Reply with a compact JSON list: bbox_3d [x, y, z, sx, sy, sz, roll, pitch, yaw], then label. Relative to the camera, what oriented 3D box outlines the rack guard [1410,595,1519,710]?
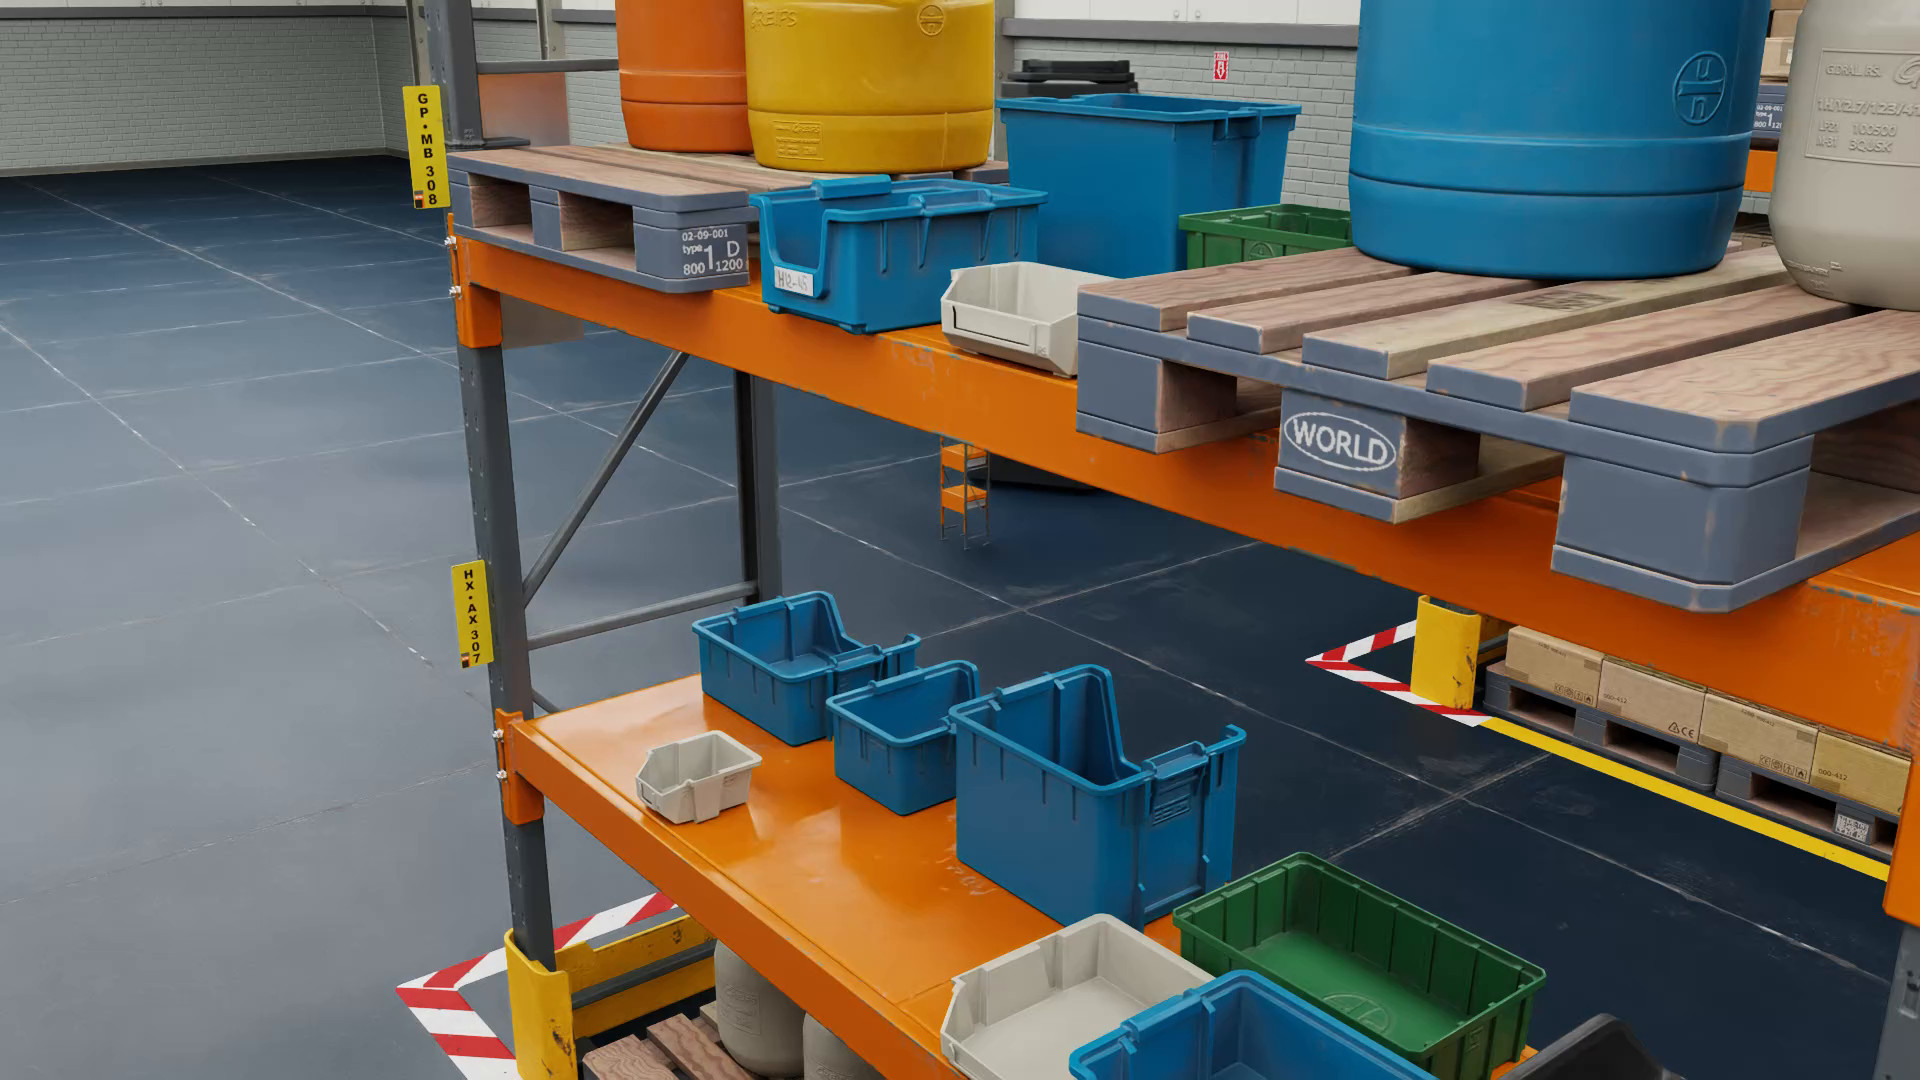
[{"bbox_3d":[2.847,0.463,8.669,1.175,0.500,0.348,-14,23,-36],"label":"rack guard"}]

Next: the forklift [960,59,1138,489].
[{"bbox_3d":[0.967,-2.175,12.767,1.130,2.935,3.031,6,19,18],"label":"forklift"}]

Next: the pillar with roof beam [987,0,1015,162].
[{"bbox_3d":[-2.970,-6.646,16.619,9.100,9.000,0.400,-14,23,-36],"label":"pillar with roof beam"}]

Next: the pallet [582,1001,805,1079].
[{"bbox_3d":[-0.439,1.783,5.143,1.003,0.211,1.213,-14,23,-36],"label":"pallet"}]

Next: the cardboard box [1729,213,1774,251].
[{"bbox_3d":[3.505,-1.122,7.256,0.700,0.500,0.500,-15,23,-38],"label":"cardboard box"}]

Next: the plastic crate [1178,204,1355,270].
[{"bbox_3d":[0.694,-0.531,3.261,0.336,0.188,0.450,-14,23,-36],"label":"plastic crate"}]

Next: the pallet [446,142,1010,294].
[{"bbox_3d":[-0.587,-0.863,4.226,1.003,0.211,1.213,-14,23,-36],"label":"pallet"}]

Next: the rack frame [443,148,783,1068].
[{"bbox_3d":[-1.024,0.248,5.341,1.000,3.000,0.127,-14,23,-36],"label":"rack frame"}]

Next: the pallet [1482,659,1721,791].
[{"bbox_3d":[3.369,0.786,8.152,1.003,0.211,1.213,-14,23,-36],"label":"pallet"}]

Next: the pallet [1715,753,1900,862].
[{"bbox_3d":[4.122,1.087,7.244,1.003,0.211,1.213,-14,23,-36],"label":"pallet"}]

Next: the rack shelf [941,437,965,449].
[{"bbox_3d":[0.033,-0.745,10.572,0.215,0.259,0.240,-14,23,-36],"label":"rack shelf"}]

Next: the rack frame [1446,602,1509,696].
[{"bbox_3d":[2.861,-0.718,8.258,1.000,3.000,0.127,-14,23,-36],"label":"rack frame"}]

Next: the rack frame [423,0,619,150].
[{"bbox_3d":[-1.024,-2.600,4.398,1.000,3.000,0.127,-14,23,-36],"label":"rack frame"}]

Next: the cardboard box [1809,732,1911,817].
[{"bbox_3d":[3.950,0.934,6.977,0.500,0.250,0.500,-14,23,-36],"label":"cardboard box"}]

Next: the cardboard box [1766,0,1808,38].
[{"bbox_3d":[3.215,-2.314,7.252,0.797,0.503,0.637,-12,22,-32],"label":"cardboard box"}]

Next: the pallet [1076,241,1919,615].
[{"bbox_3d":[0.935,-0.259,2.402,1.213,0.211,1.003,-14,23,-36],"label":"pallet"}]

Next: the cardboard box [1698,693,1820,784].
[{"bbox_3d":[3.643,0.810,7.352,0.500,0.250,0.500,-14,23,-36],"label":"cardboard box"}]

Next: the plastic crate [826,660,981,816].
[{"bbox_3d":[-0.080,0.545,4.682,0.499,0.251,0.408,-14,23,-36],"label":"plastic crate"}]

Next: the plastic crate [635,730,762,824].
[{"bbox_3d":[-0.720,0.657,4.527,0.298,0.136,0.250,-14,23,-36],"label":"plastic crate"}]

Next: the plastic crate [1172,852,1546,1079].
[{"bbox_3d":[0.838,0.945,3.574,0.450,0.188,0.662,-14,23,-36],"label":"plastic crate"}]

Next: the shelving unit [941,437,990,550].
[{"bbox_3d":[0.033,-0.485,10.658,0.215,1.050,0.252,-14,23,-36],"label":"shelving unit"}]

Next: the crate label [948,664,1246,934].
[{"bbox_3d":[0.331,0.632,4.125,0.502,0.435,0.616,-14,23,-36],"label":"crate label"}]

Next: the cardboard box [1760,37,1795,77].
[{"bbox_3d":[3.454,-1.964,6.758,0.380,0.149,0.250,-14,23,-36],"label":"cardboard box"}]

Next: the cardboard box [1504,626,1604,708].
[{"bbox_3d":[3.020,0.564,8.094,0.500,0.250,0.500,-14,23,-36],"label":"cardboard box"}]

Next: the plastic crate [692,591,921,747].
[{"bbox_3d":[-0.478,0.384,5.168,0.499,0.251,0.616,-14,23,-36],"label":"plastic crate"}]

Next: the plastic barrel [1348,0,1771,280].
[{"bbox_3d":[0.926,-0.894,2.552,0.600,0.901,0.708,-14,23,-36],"label":"plastic barrel"}]

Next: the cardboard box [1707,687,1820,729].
[{"bbox_3d":[3.653,0.451,7.240,0.500,0.500,0.500,-14,23,-36],"label":"cardboard box"}]

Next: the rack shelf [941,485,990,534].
[{"bbox_3d":[0.033,-0.211,10.748,0.215,0.259,0.240,-14,23,-36],"label":"rack shelf"}]

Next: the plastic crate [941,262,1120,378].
[{"bbox_3d":[0.146,-0.382,2.890,0.243,0.136,0.396,-14,23,-36],"label":"plastic crate"}]

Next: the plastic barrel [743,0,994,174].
[{"bbox_3d":[-0.216,-1.208,4.000,0.600,0.588,0.600,0,18,0],"label":"plastic barrel"}]

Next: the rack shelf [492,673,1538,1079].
[{"bbox_3d":[0.218,1.083,3.966,1.077,0.370,4.000,-14,23,-36],"label":"rack shelf"}]

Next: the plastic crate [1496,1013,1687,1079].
[{"bbox_3d":[1.234,1.110,2.839,0.767,0.338,0.504,-14,23,-36],"label":"plastic crate"}]

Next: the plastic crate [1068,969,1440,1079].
[{"bbox_3d":[0.560,1.085,3.051,0.499,0.251,0.616,-14,23,-36],"label":"plastic crate"}]

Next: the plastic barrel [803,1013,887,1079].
[{"bbox_3d":[-0.244,1.501,4.848,0.421,0.512,0.421,0,18,0],"label":"plastic barrel"}]

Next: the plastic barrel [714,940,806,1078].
[{"bbox_3d":[-0.555,1.377,5.221,0.421,0.512,0.421,0,18,0],"label":"plastic barrel"}]

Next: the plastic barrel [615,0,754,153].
[{"bbox_3d":[-0.622,-1.484,4.449,0.600,0.830,0.708,-14,23,-36],"label":"plastic barrel"}]

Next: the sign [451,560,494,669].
[{"bbox_3d":[-1.458,0.223,4.976,0.100,0.325,0.005,-14,23,-36],"label":"sign"}]

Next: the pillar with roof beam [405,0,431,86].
[{"bbox_3d":[-14.146,-11.082,30.014,9.100,9.000,0.400,-14,23,-36],"label":"pillar with roof beam"}]

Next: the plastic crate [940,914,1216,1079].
[{"bbox_3d":[0.253,1.008,3.465,0.530,0.136,0.437,-14,23,-36],"label":"plastic crate"}]

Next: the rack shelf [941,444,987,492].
[{"bbox_3d":[0.033,-0.475,10.661,0.215,0.259,0.240,-14,23,-36],"label":"rack shelf"}]

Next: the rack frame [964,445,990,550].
[{"bbox_3d":[0.109,-0.455,10.567,0.200,1.050,0.008,-14,23,-36],"label":"rack frame"}]

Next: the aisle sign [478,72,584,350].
[{"bbox_3d":[-1.298,-0.946,4.813,0.394,0.787,0.004,-14,23,-36],"label":"aisle sign"}]

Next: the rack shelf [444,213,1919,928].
[{"bbox_3d":[0.218,-0.341,3.494,1.077,0.370,4.000,-14,23,-36],"label":"rack shelf"}]

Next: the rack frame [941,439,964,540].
[{"bbox_3d":[-0.043,-0.515,10.748,0.200,1.050,0.008,-14,23,-36],"label":"rack frame"}]

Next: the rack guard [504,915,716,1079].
[{"bbox_3d":[-0.940,1.444,5.705,1.175,0.500,0.348,-14,23,-36],"label":"rack guard"}]

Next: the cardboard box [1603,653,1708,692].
[{"bbox_3d":[3.332,0.331,7.605,0.500,0.500,0.500,-14,23,-36],"label":"cardboard box"}]

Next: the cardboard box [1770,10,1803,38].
[{"bbox_3d":[3.783,-2.104,7.020,0.500,0.250,0.500,-14,23,-36],"label":"cardboard box"}]

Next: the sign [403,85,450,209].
[{"bbox_3d":[-1.458,-1.074,4.547,0.100,0.325,0.005,-14,23,-36],"label":"sign"}]

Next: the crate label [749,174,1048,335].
[{"bbox_3d":[-0.121,-0.579,3.305,0.502,0.251,0.408,-14,23,-36],"label":"crate label"}]

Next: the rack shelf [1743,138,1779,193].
[{"bbox_3d":[4.103,-1.307,6.411,1.077,0.370,4.000,-14,23,-36],"label":"rack shelf"}]

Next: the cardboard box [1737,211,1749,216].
[{"bbox_3d":[3.174,-1.250,7.644,0.700,0.500,0.500,-14,23,-36],"label":"cardboard box"}]

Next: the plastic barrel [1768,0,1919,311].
[{"bbox_3d":[1.346,-0.587,2.245,0.421,0.512,0.421,0,18,0],"label":"plastic barrel"}]

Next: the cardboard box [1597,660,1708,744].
[{"bbox_3d":[3.333,0.686,7.724,0.500,0.250,0.500,-14,23,-36],"label":"cardboard box"}]

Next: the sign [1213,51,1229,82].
[{"bbox_3d":[2.698,-4.898,17.196,0.001,0.298,0.199,-14,23,-36],"label":"sign"}]

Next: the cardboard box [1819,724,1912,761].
[{"bbox_3d":[3.949,0.578,6.858,0.500,0.500,0.500,-14,23,-36],"label":"cardboard box"}]

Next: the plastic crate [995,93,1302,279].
[{"bbox_3d":[0.396,-0.757,3.630,0.392,0.384,0.575,-14,23,-36],"label":"plastic crate"}]

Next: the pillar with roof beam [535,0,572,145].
[{"bbox_3d":[-10.421,-9.603,25.549,9.100,9.000,0.400,-14,23,-36],"label":"pillar with roof beam"}]

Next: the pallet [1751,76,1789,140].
[{"bbox_3d":[3.280,-1.920,7.259,1.003,0.211,1.213,-14,23,-36],"label":"pallet"}]
